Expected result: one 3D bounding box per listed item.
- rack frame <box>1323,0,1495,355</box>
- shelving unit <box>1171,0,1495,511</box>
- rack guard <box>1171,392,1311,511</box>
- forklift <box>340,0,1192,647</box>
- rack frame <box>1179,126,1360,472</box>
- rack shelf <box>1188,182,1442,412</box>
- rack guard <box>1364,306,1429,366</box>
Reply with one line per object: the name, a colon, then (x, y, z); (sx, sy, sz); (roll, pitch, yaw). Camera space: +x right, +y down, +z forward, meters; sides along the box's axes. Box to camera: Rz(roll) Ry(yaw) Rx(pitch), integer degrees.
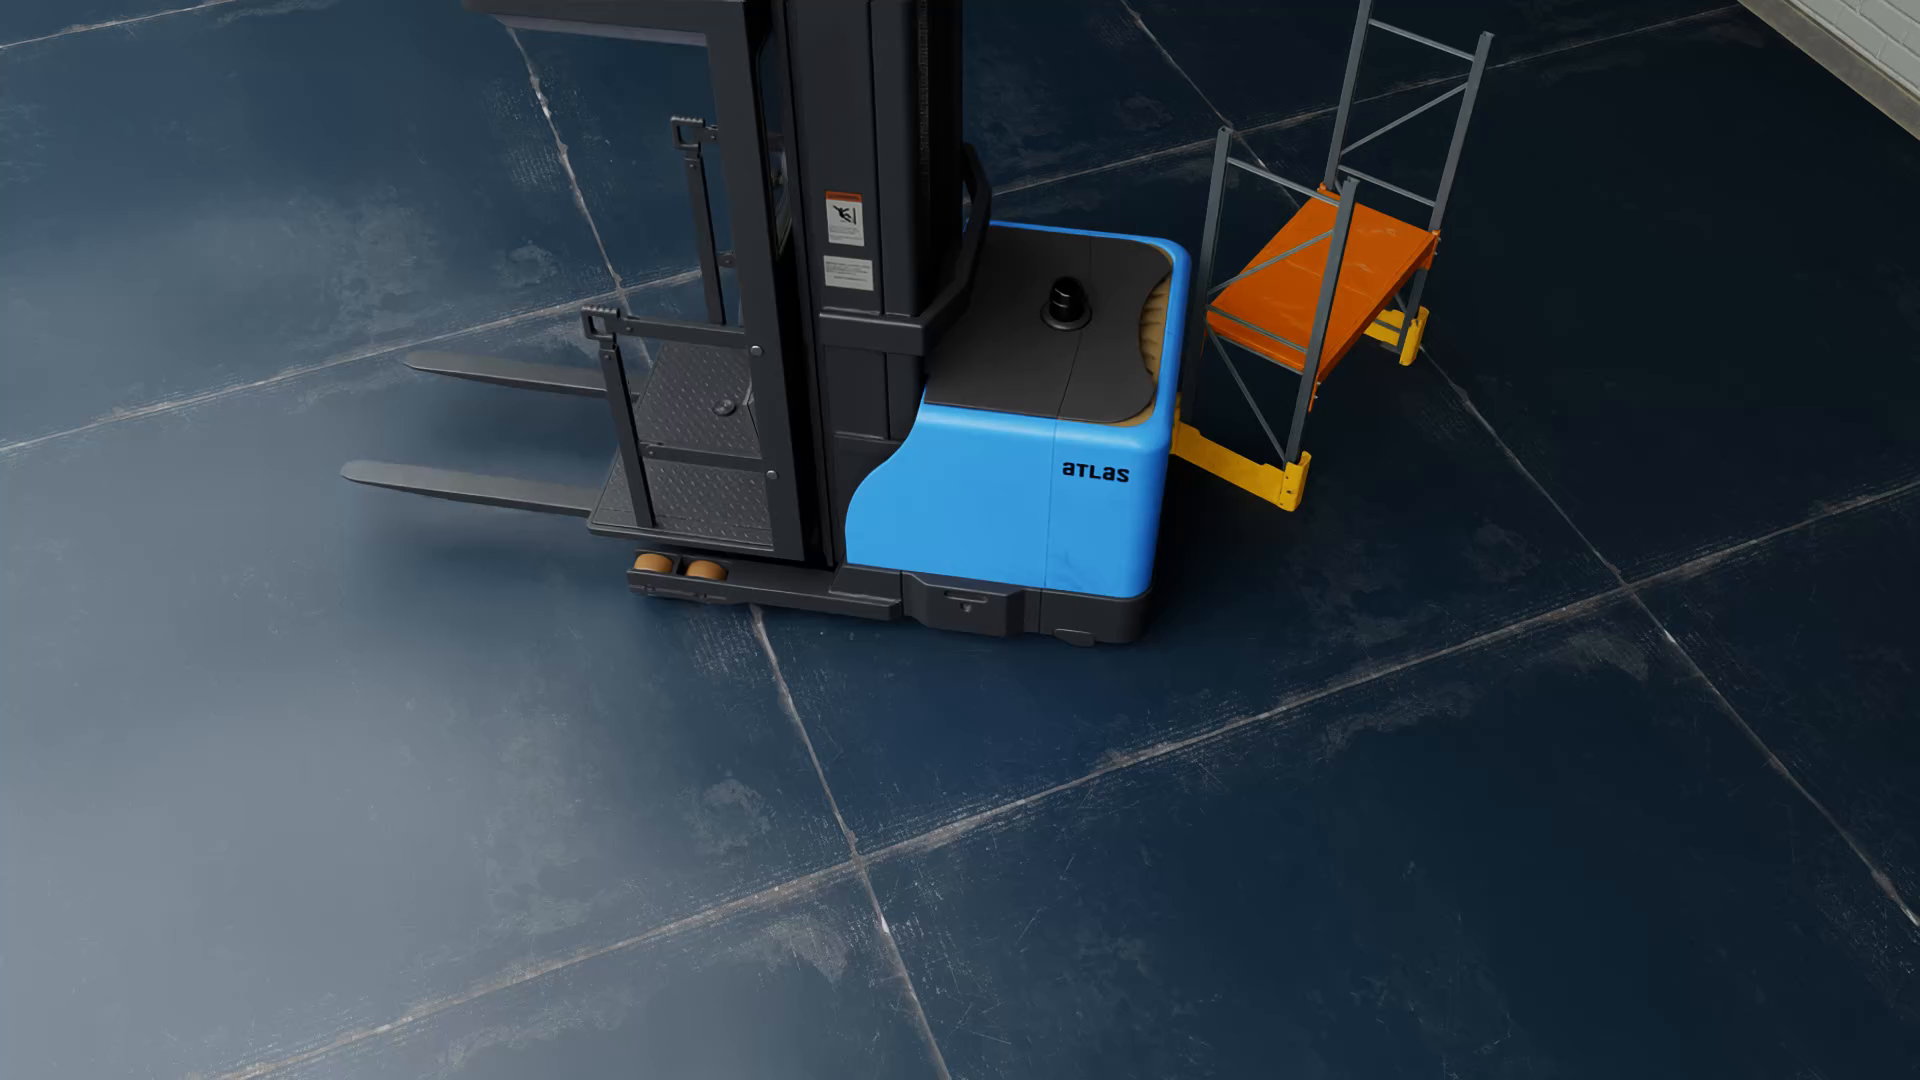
rack frame: (1.651, -1.370, 6.438); (0.500, 1.500, 0.032); (29, 55, 23)
shelving unit: (1.346, -1.053, 6.166); (0.587, 1.500, 1.083); (29, 55, 23)
rack guard: (1.054, -0.340, 6.377); (0.587, 0.250, 0.087); (29, 55, 23)
forklift: (-0.754, -1.113, 5.274); (3.031, 2.935, 1.130); (7, 50, 6)
rack frame: (1.053, -0.747, 5.902); (0.500, 1.500, 0.032); (29, 55, 23)
rack shelf: (1.352, -0.941, 6.307); (0.538, 0.185, 1.000); (29, 55, 23)
rack guard: (1.639, -0.951, 6.902); (0.587, 0.250, 0.087); (29, 55, 23)
